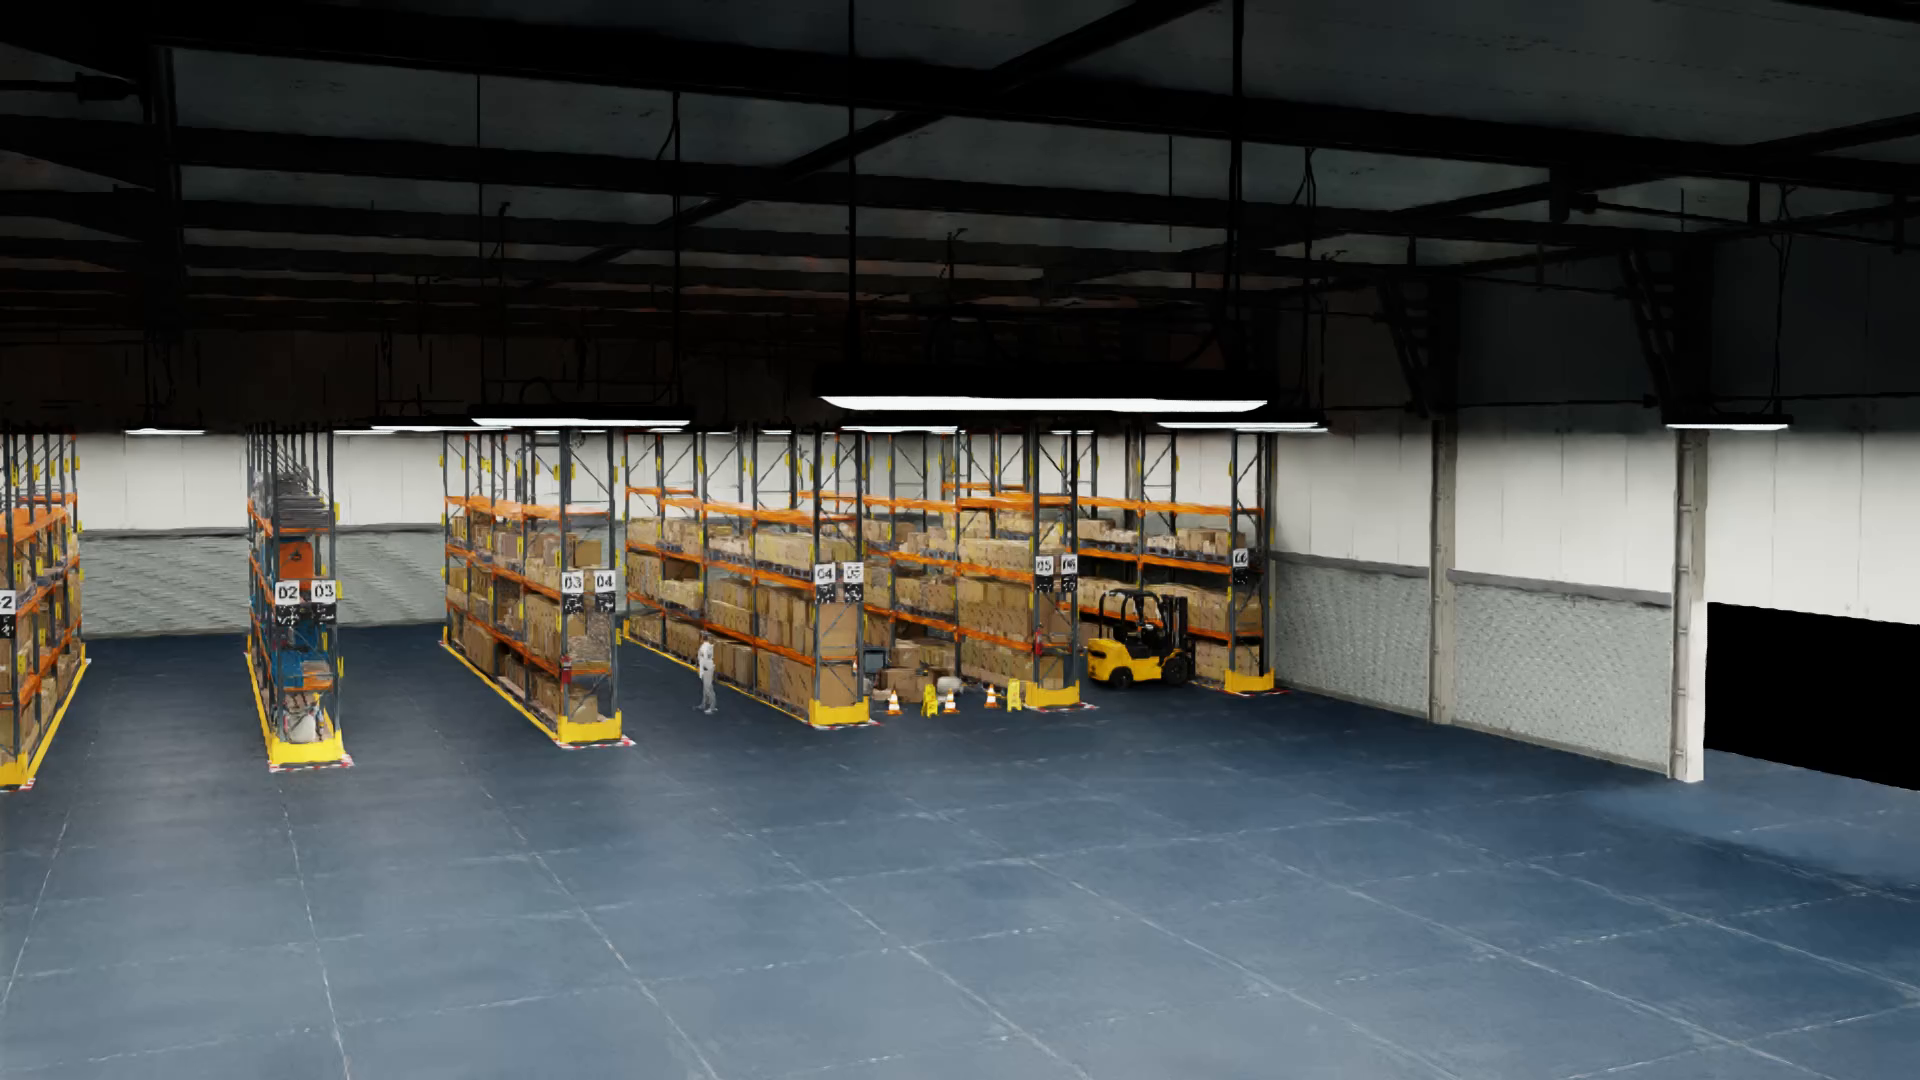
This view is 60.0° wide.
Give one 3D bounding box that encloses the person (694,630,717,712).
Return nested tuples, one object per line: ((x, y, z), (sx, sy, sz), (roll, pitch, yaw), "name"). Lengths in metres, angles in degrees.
((-5.298, 2.721, 34.561), (0.538, 1.653, 0.573), (0, 4, 4), "person")

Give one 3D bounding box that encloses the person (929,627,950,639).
((-0.584, 1.905, 46.884), (0.593, 1.745, 0.651), (0, 4, 0), "person")

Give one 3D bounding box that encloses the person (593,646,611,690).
((-8.053, 2.570, 37.422), (0.499, 1.575, 1.073), (-2, 4, -26), "person")
